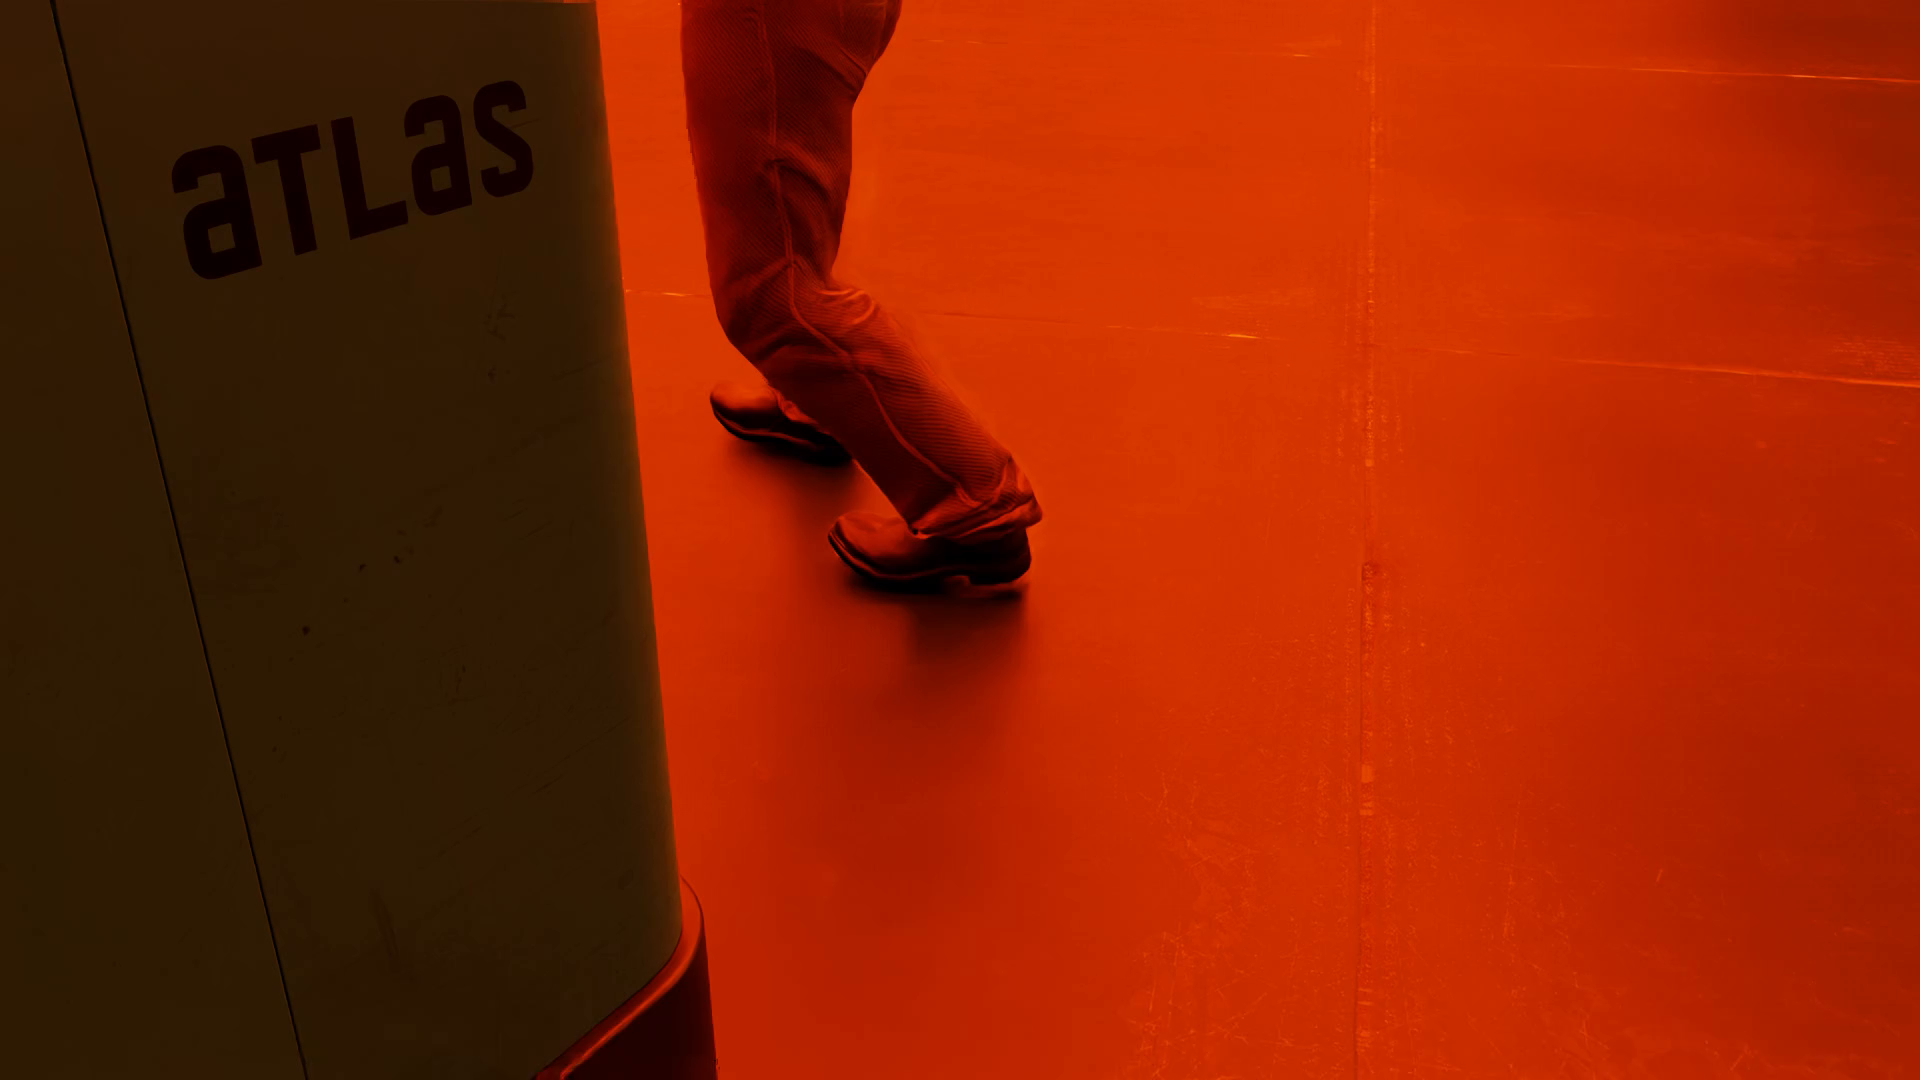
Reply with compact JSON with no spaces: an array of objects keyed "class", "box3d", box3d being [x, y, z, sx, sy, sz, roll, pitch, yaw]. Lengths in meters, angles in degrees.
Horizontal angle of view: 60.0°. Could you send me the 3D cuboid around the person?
[{"class":"person","box3d":[-0.250,-0.808,2.319,0.842,1.608,0.758,5,27,9]}]
